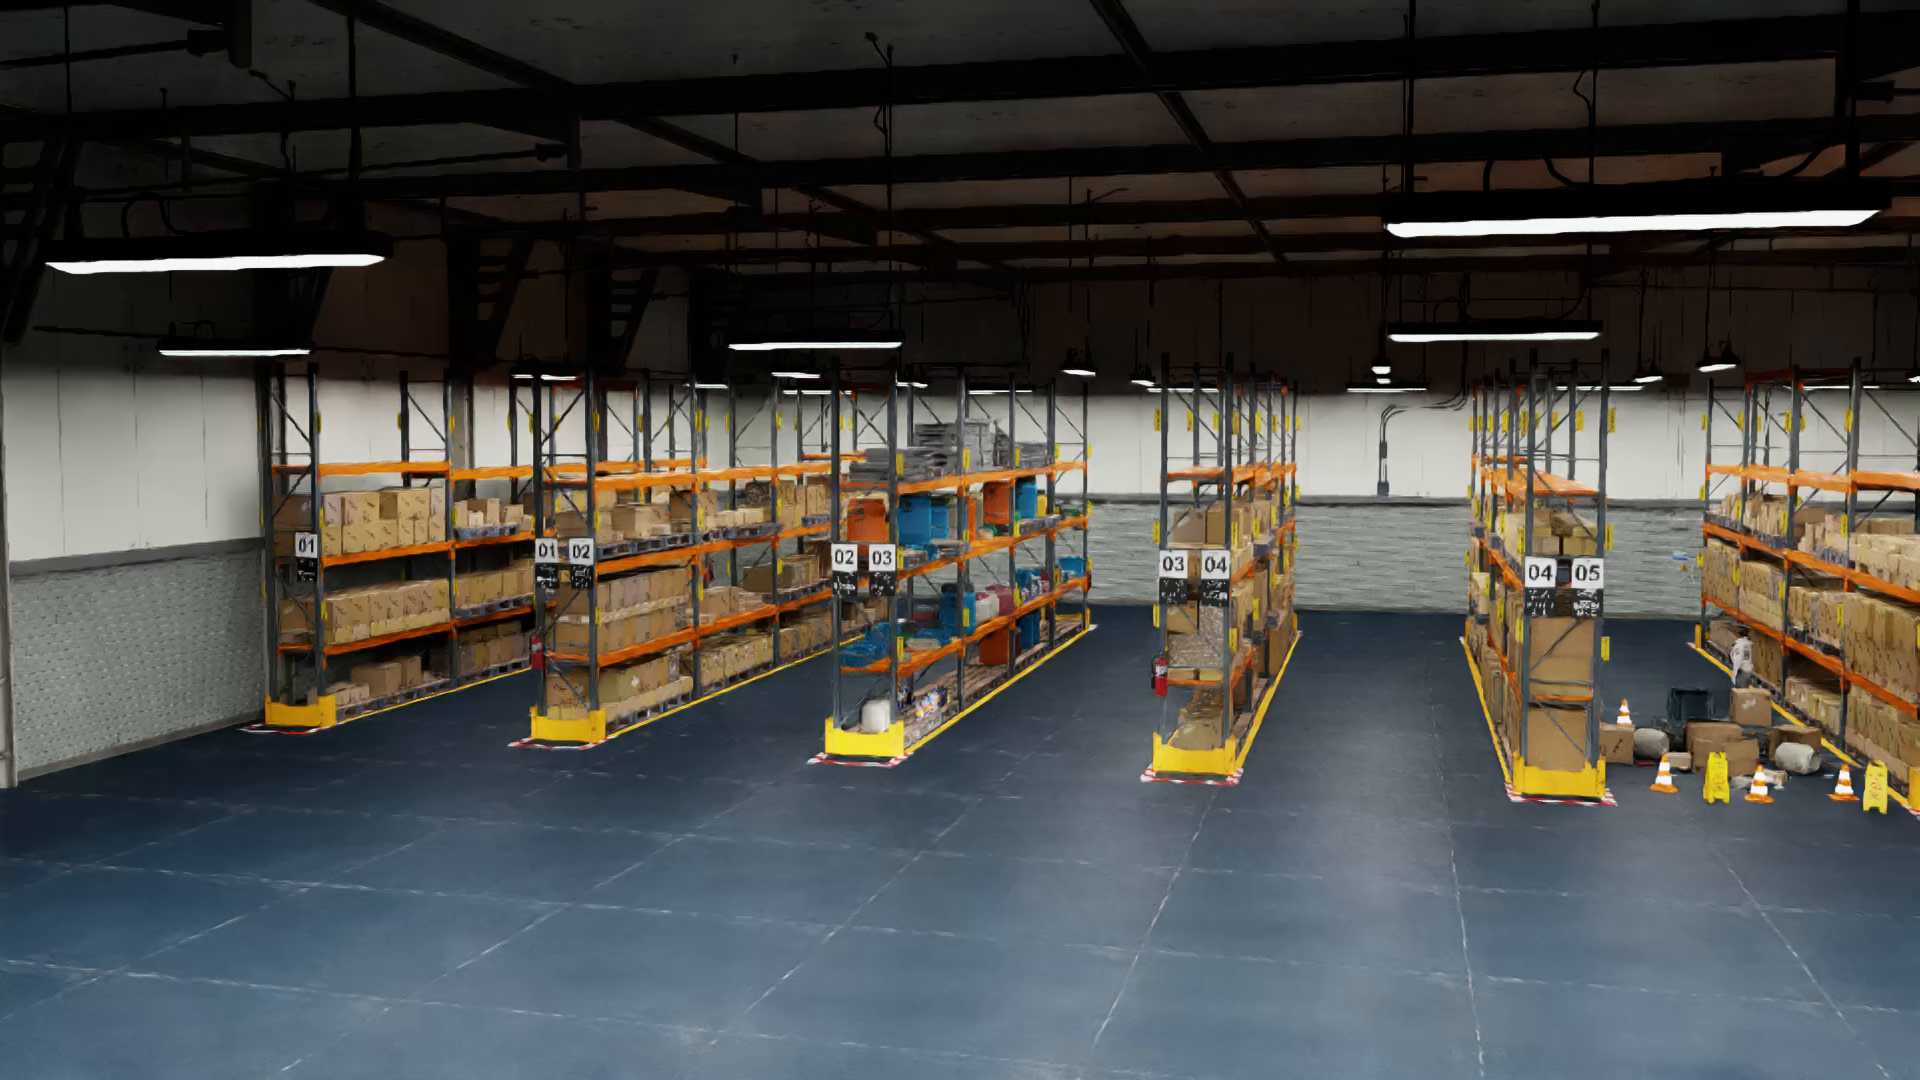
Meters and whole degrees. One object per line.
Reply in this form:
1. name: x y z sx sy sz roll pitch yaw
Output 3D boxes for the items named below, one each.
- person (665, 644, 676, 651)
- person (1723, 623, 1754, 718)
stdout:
1. person: -5.975 1.788 33.795 0.498 1.662 0.464 -4 6 -45
2. person: 12.959 2.211 27.623 0.540 1.667 0.561 3 5 40
